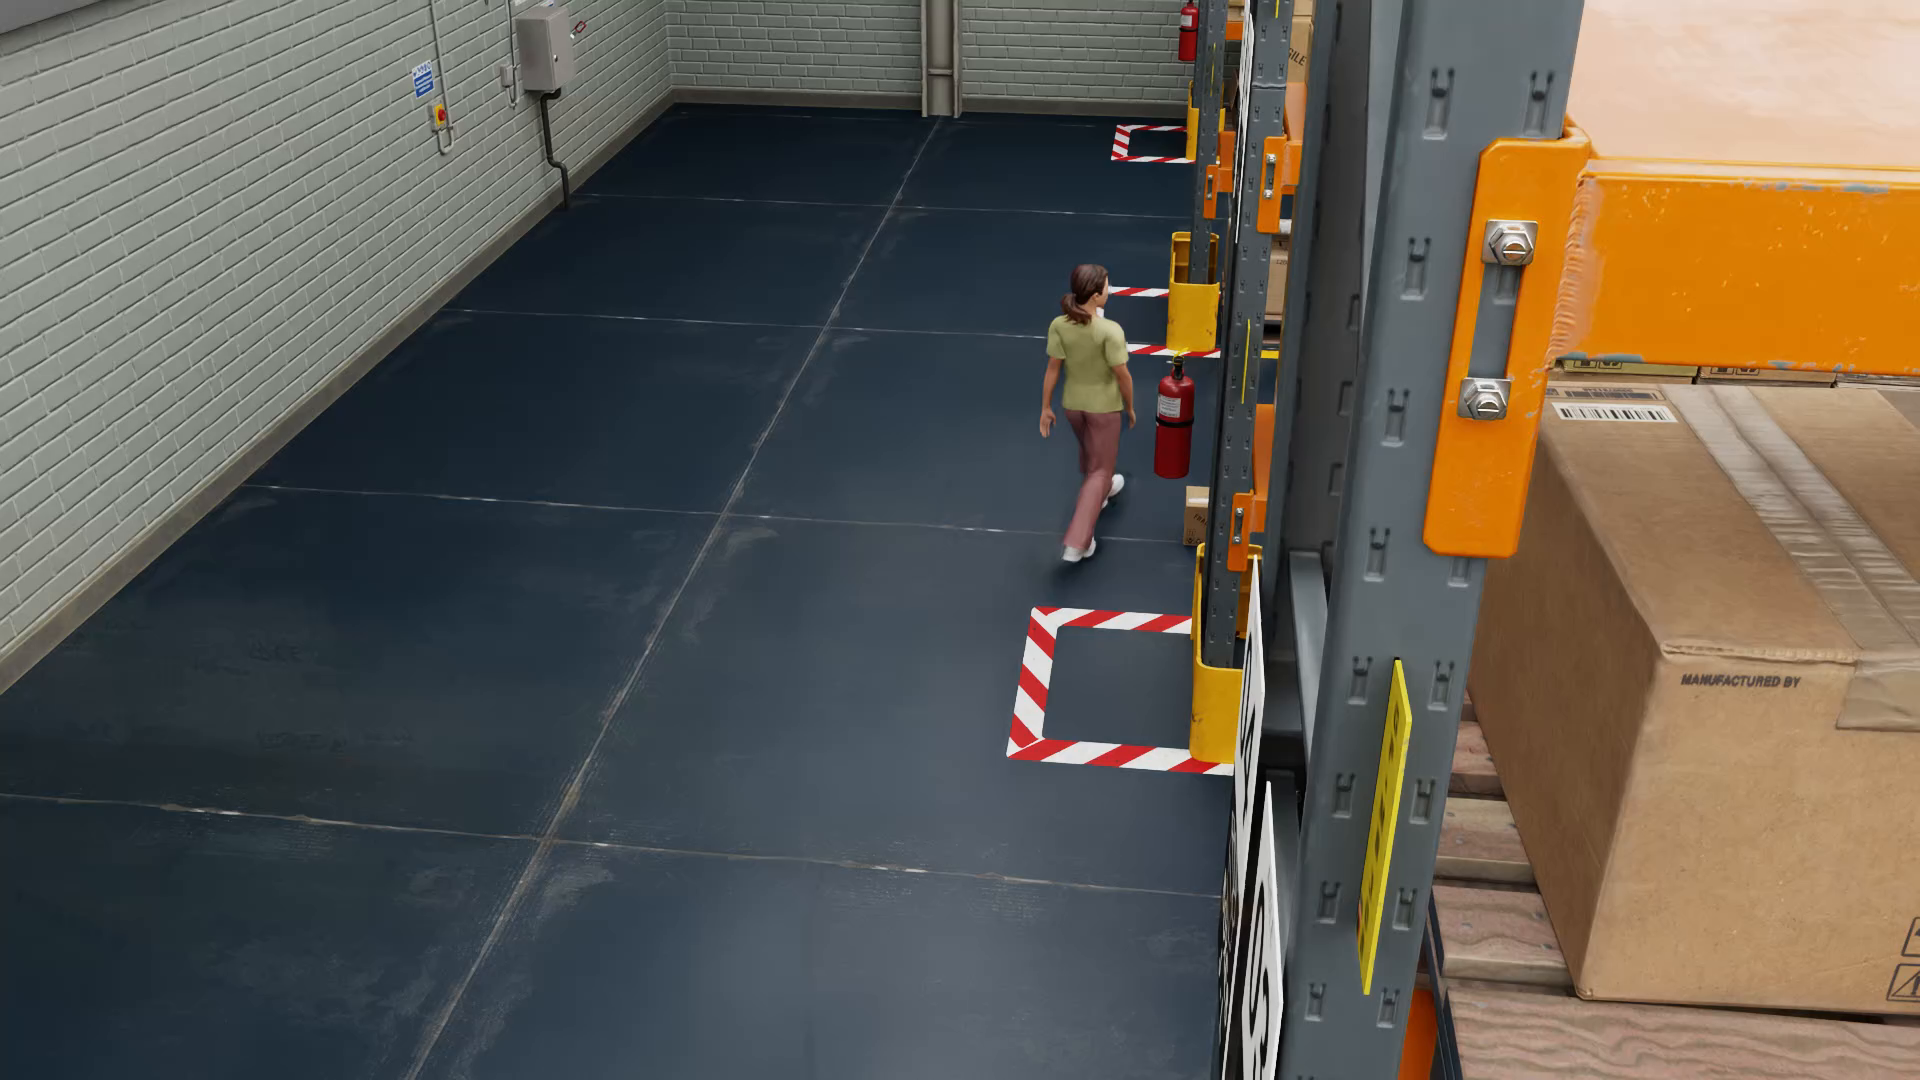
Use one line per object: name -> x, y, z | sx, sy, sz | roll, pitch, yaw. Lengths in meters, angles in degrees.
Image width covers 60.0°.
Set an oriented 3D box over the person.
person -> 0.752, -0.759, 9.060 | 0.464, 1.607, 1.038 | 17, 33, 28
